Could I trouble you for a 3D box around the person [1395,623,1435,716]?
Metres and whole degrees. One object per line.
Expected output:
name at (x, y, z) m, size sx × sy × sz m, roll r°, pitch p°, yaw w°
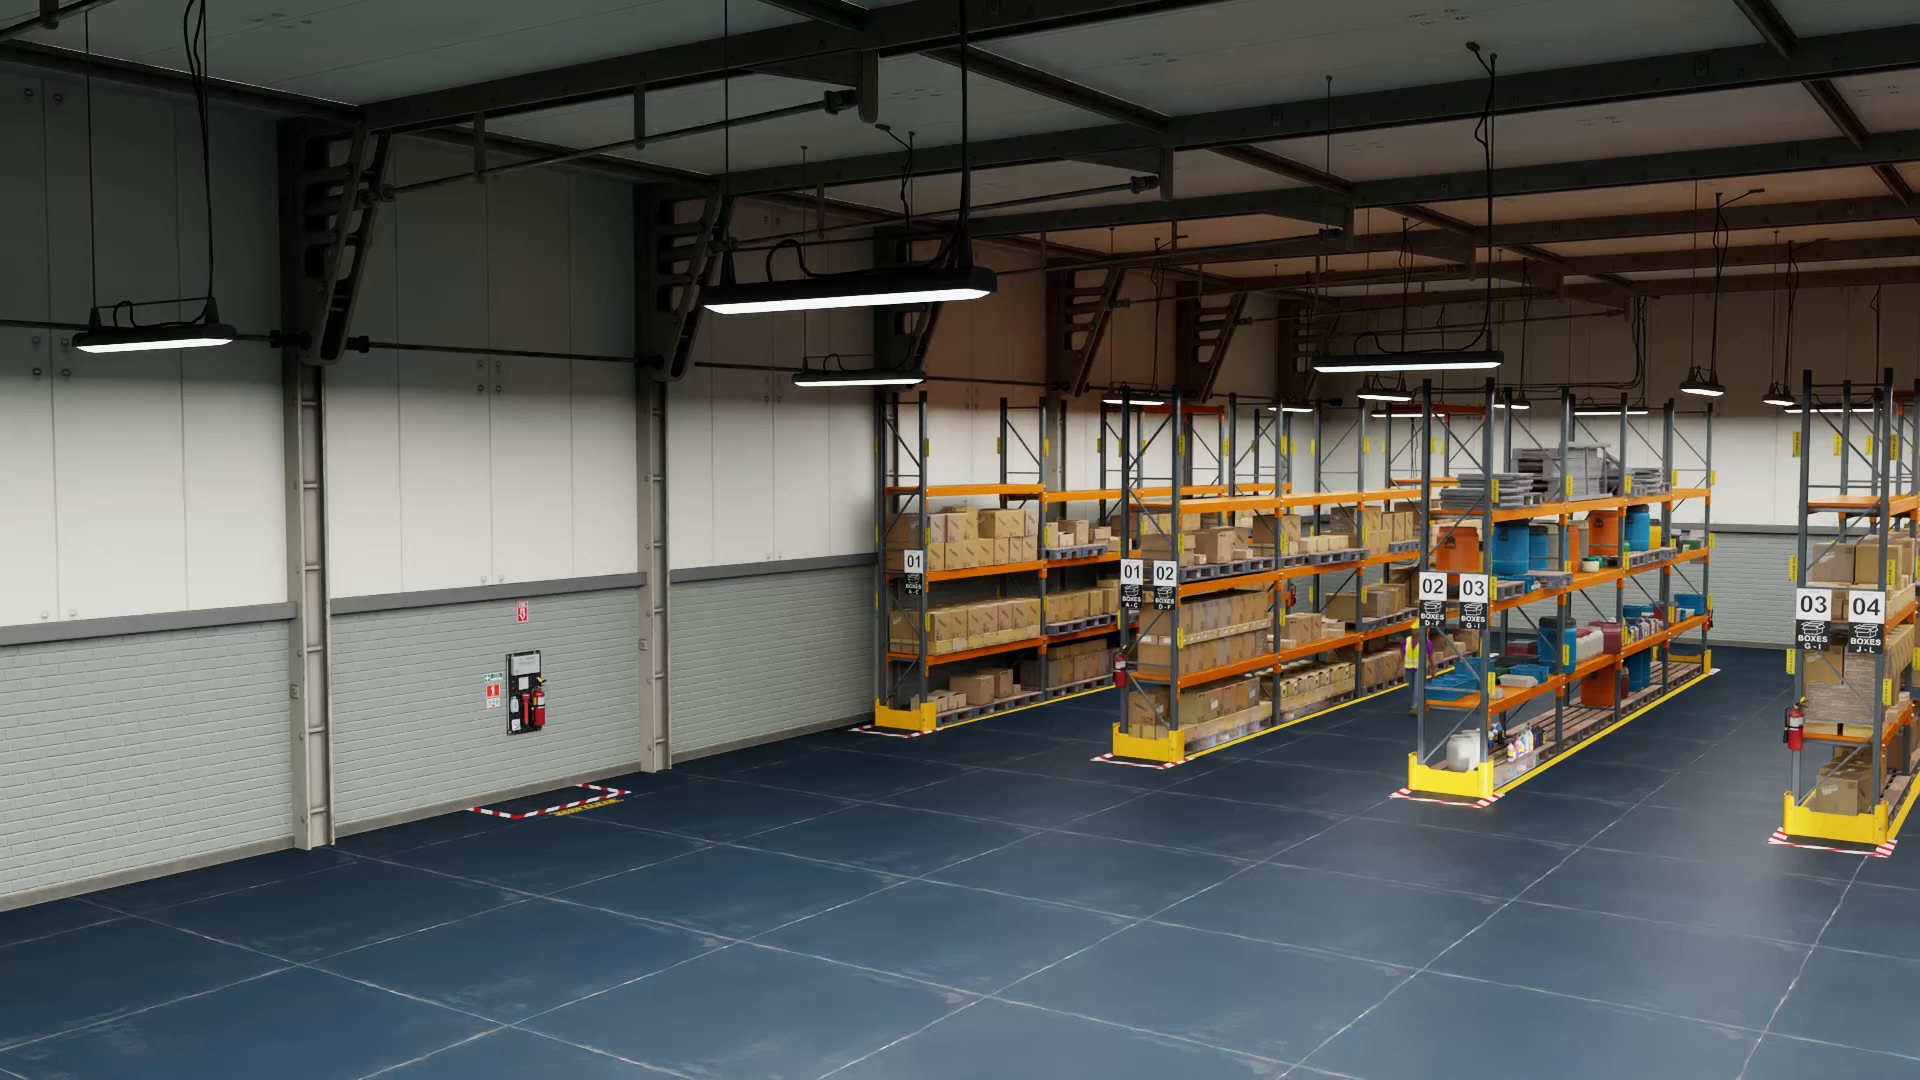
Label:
person at (8.553, 2.405, 31.259) m, size 0.675 × 1.714 × 1.091 m, roll 2°, pitch 4°, yaw 31°
